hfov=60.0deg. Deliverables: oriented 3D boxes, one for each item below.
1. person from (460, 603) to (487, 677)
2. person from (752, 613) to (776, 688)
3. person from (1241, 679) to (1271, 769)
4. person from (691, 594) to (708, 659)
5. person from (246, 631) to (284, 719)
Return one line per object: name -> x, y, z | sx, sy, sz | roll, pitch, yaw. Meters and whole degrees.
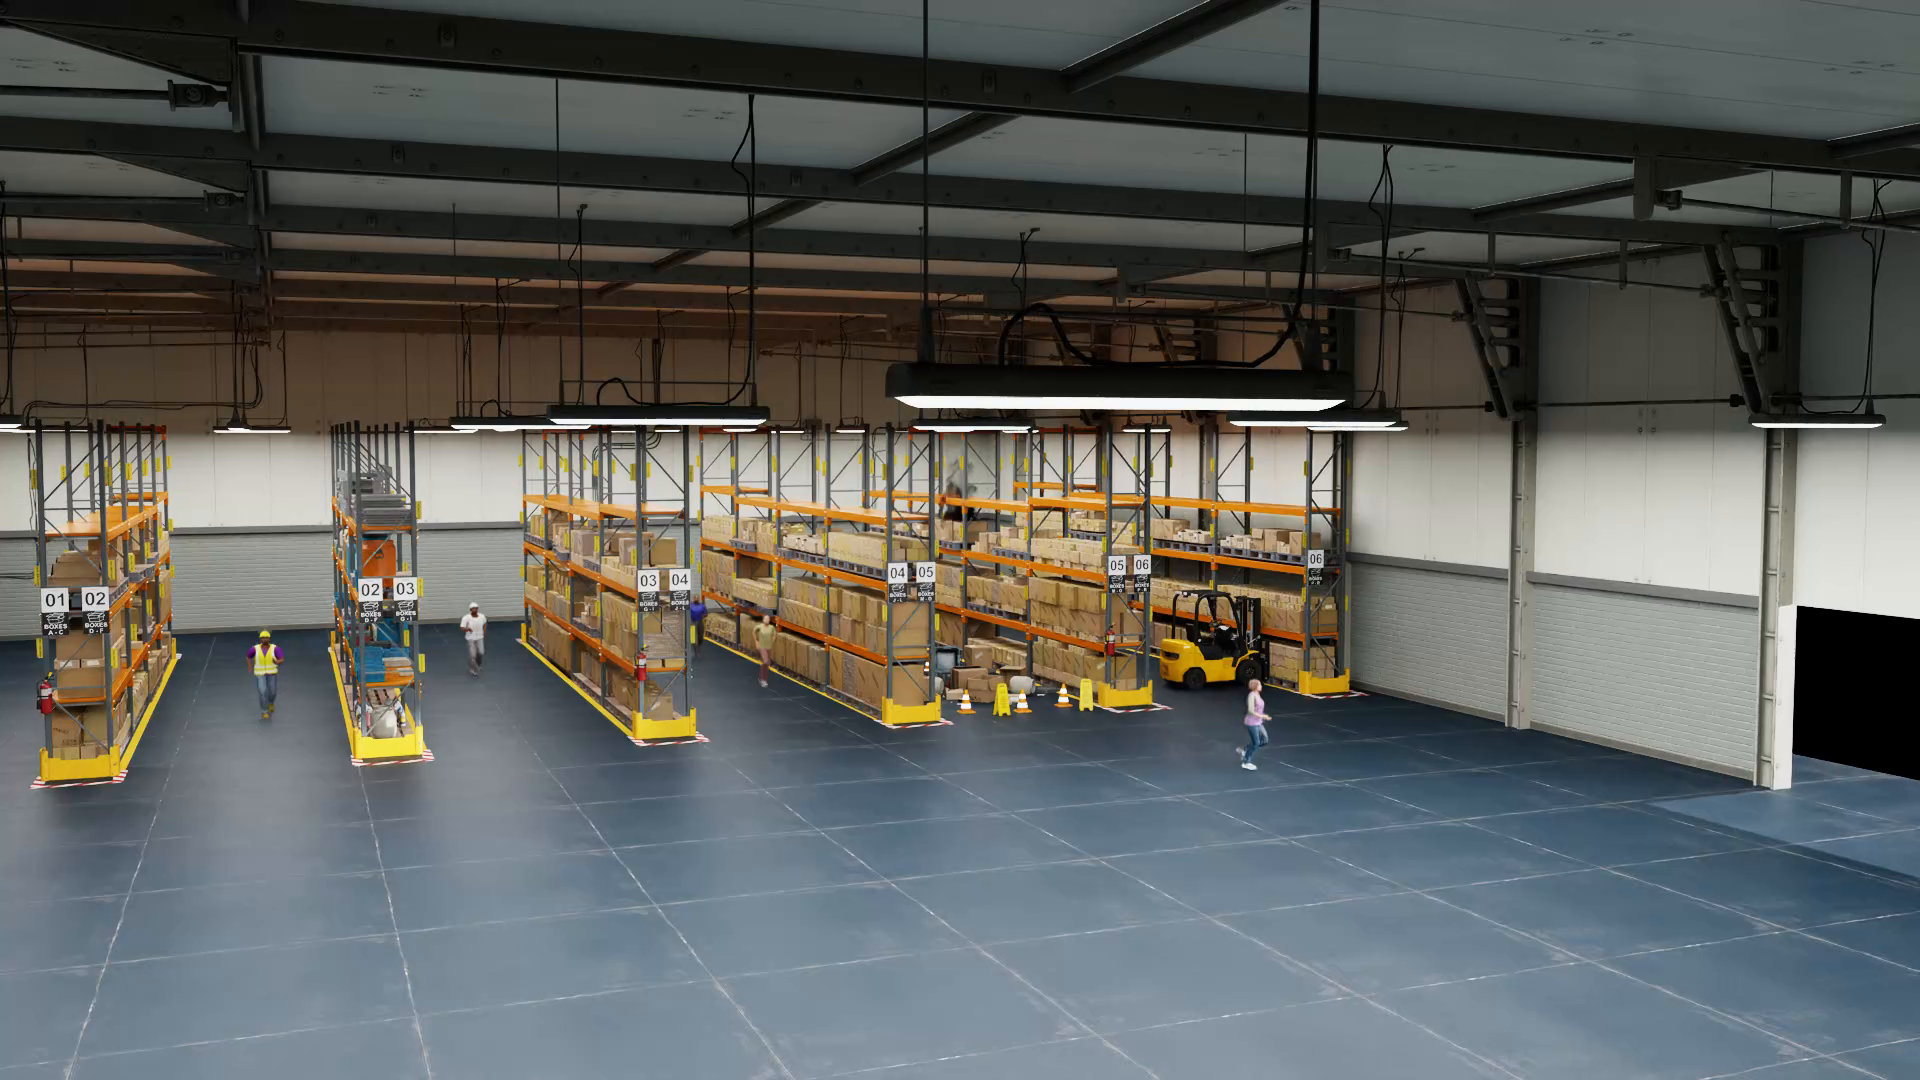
person -> -11.535, 2.380, 39.610 | 0.691, 1.781, 0.670 | -2, 4, -32
person -> -4.470, 2.521, 38.136 | 0.493, 1.700, 0.799 | -2, 4, -32
person -> 5.088, 3.160, 28.520 | 0.545, 1.545, 0.566 | 2, 4, 25
person -> -6.796, 2.250, 42.914 | 0.581, 1.540, 0.931 | -2, 4, -24
person -> -14.092, 2.722, 33.759 | 0.710, 1.745, 0.968 | -2, 4, -26
